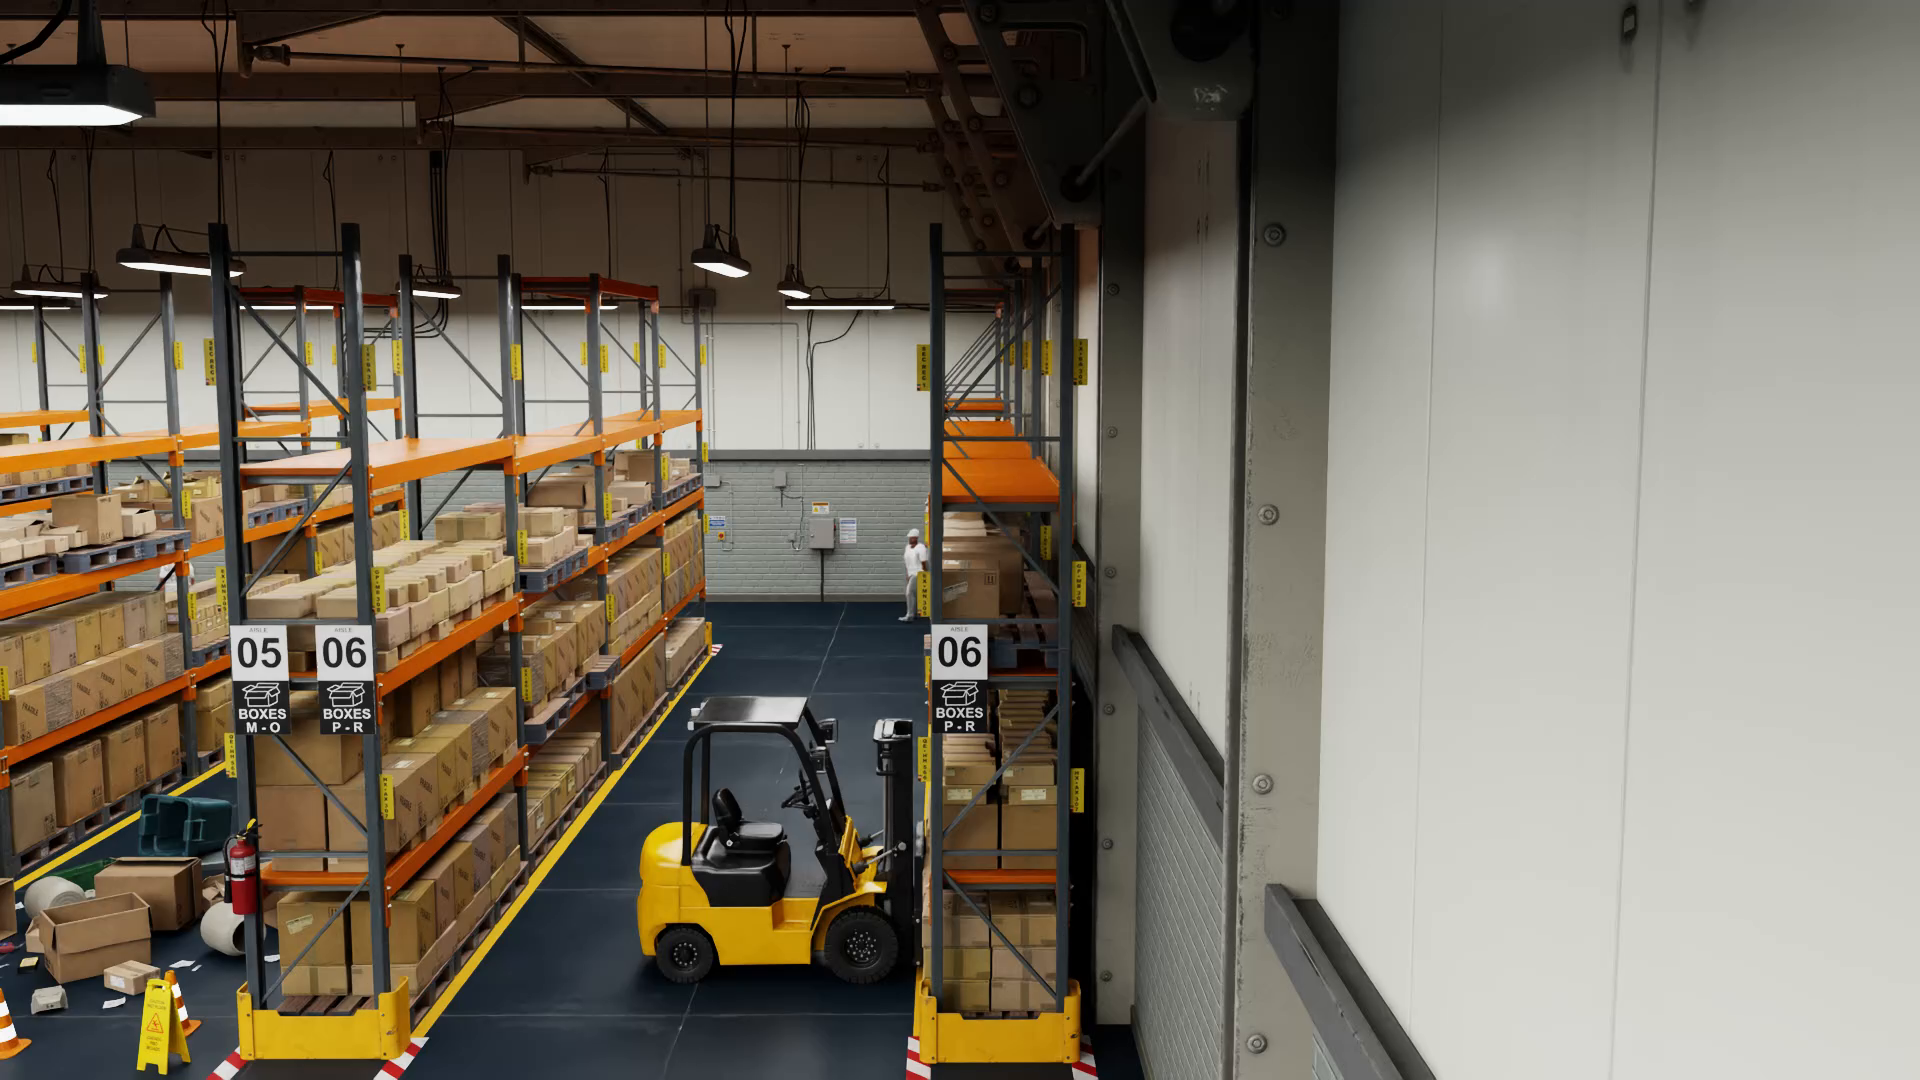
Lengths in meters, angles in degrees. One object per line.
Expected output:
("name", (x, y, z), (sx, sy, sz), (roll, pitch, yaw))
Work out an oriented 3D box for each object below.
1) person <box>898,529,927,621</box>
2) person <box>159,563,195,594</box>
("person", (-0.769, 0.648, 31.332), (0.881, 1.739, 0.539), (-2, 7, -17))
("person", (-13.534, 0.942, 28.824), (0.567, 1.749, 0.843), (-2, 7, -15))
